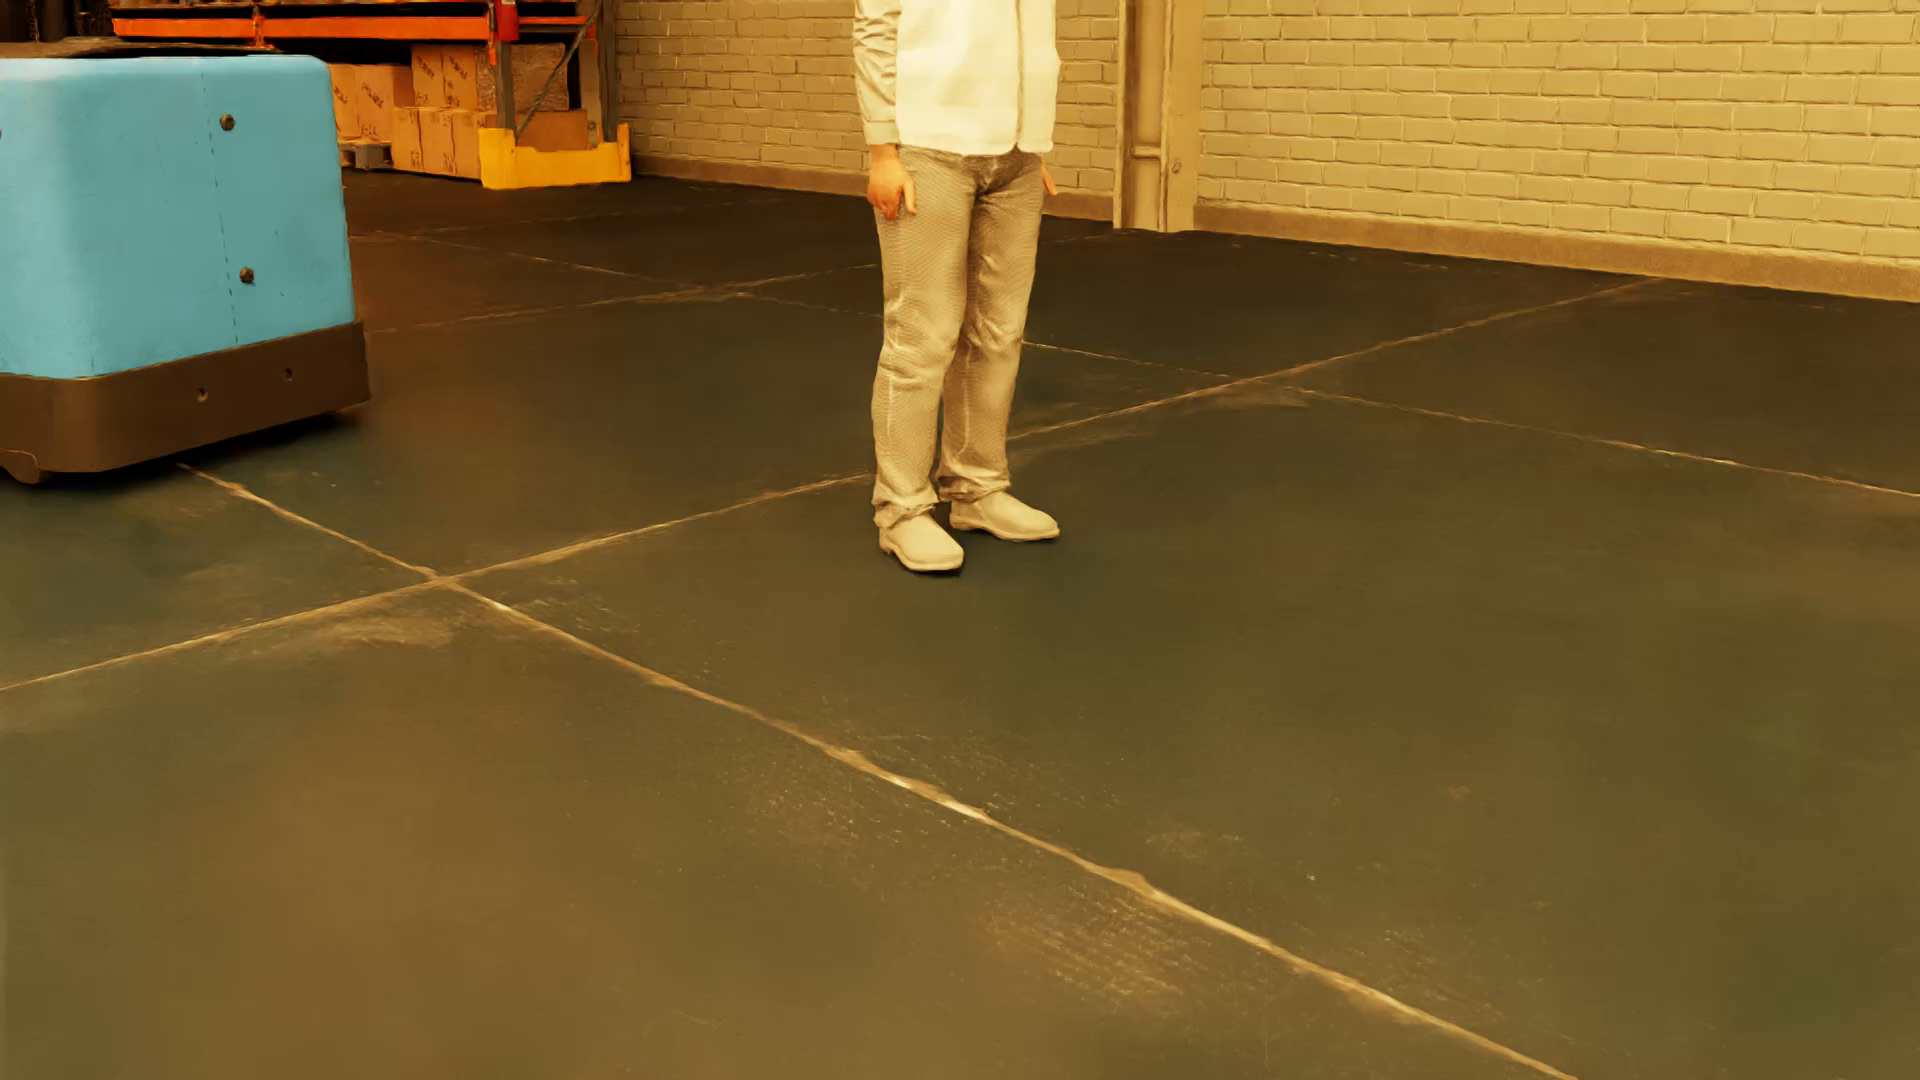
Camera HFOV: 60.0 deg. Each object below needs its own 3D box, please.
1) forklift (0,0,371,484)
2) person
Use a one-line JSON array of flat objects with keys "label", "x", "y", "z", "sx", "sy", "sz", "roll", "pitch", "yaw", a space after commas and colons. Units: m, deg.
[{"label": "forklift", "x": -3.348, "y": -1.813, "z": 4.802, "sx": 3.031, "sy": 2.935, "sz": 1.130, "roll": 8, "pitch": 19, "yaw": 23}, {"label": "person", "x": 0.007, "y": -0.846, "z": 3.630, "sx": 0.356, "sy": 1.776, "sz": 0.529, "roll": 16, "pitch": 23, "yaw": 42}]
